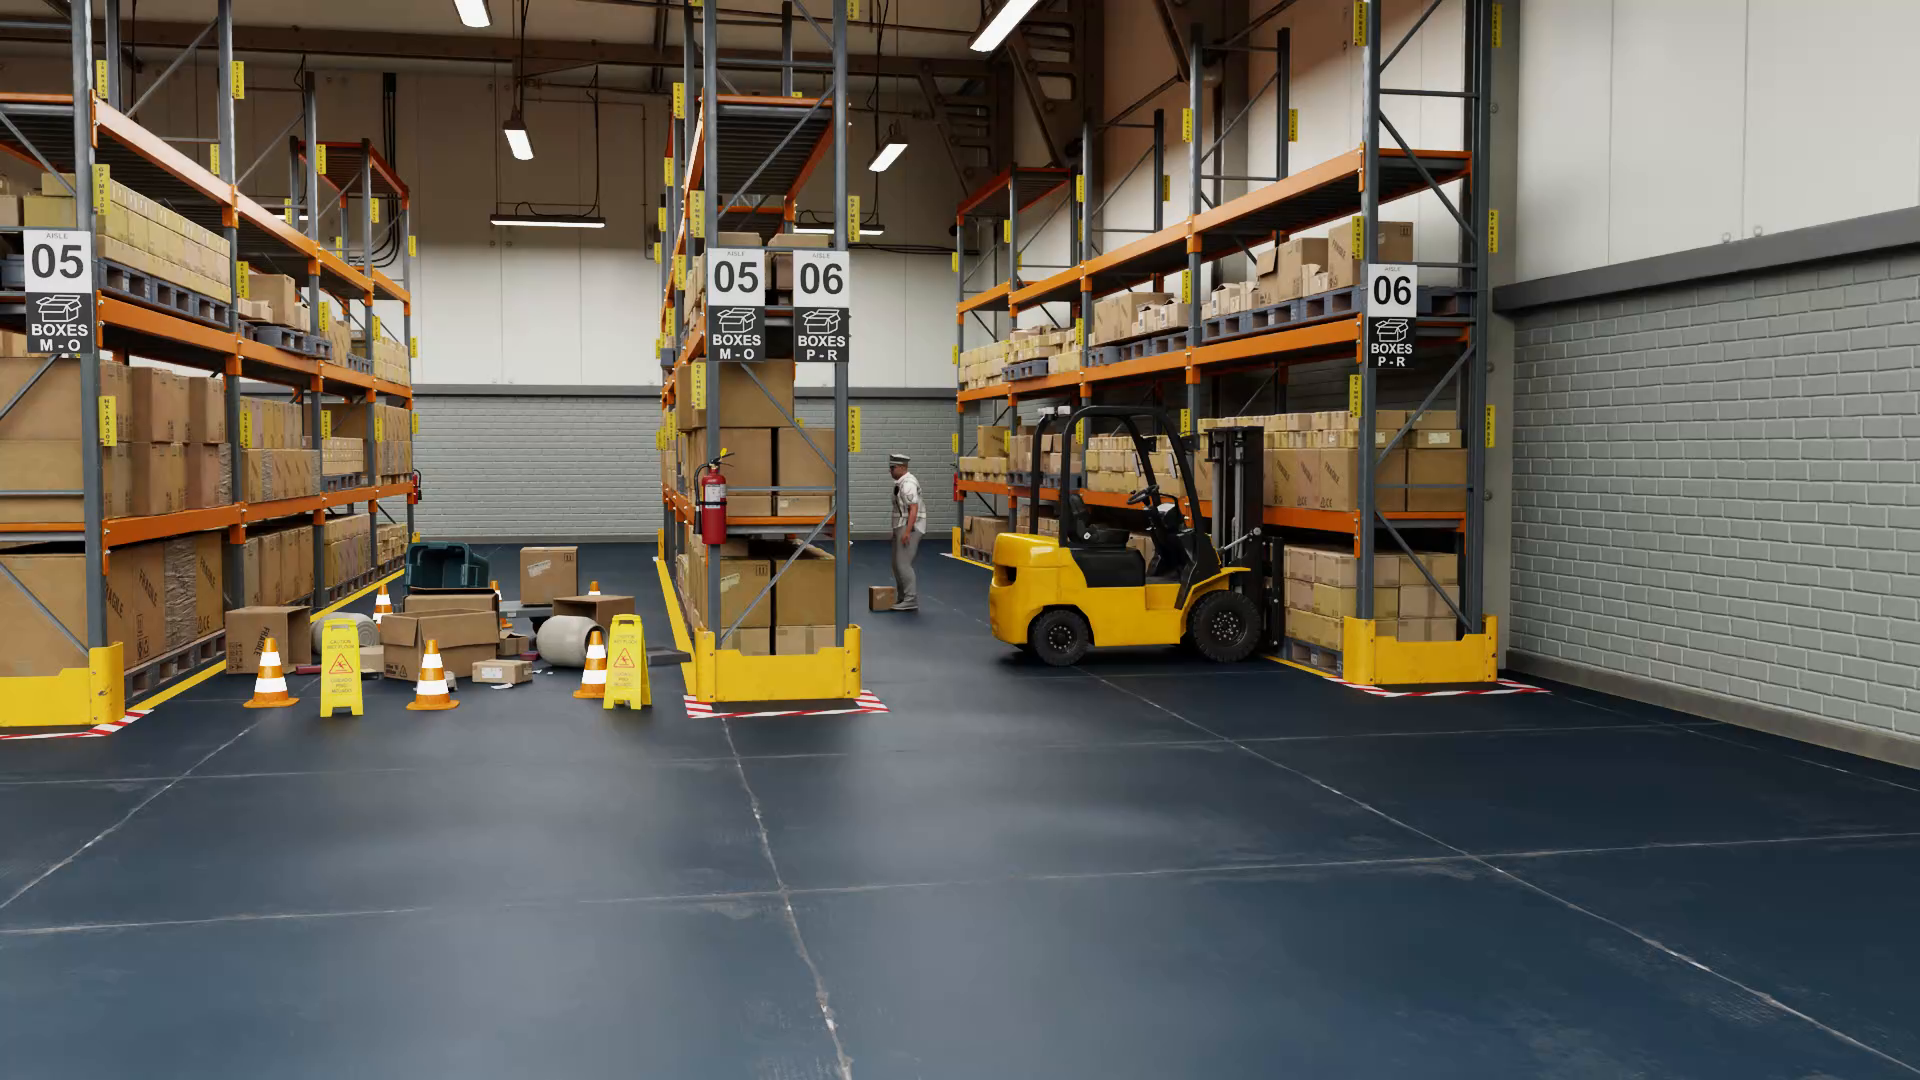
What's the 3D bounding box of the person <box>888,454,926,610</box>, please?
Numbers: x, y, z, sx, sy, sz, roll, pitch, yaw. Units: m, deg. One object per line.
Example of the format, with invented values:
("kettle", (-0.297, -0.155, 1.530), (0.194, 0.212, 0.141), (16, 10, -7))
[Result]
("person", (-0.613, -0.094, 18.798), (0.429, 1.751, 0.606), (-1, 3, -14))
